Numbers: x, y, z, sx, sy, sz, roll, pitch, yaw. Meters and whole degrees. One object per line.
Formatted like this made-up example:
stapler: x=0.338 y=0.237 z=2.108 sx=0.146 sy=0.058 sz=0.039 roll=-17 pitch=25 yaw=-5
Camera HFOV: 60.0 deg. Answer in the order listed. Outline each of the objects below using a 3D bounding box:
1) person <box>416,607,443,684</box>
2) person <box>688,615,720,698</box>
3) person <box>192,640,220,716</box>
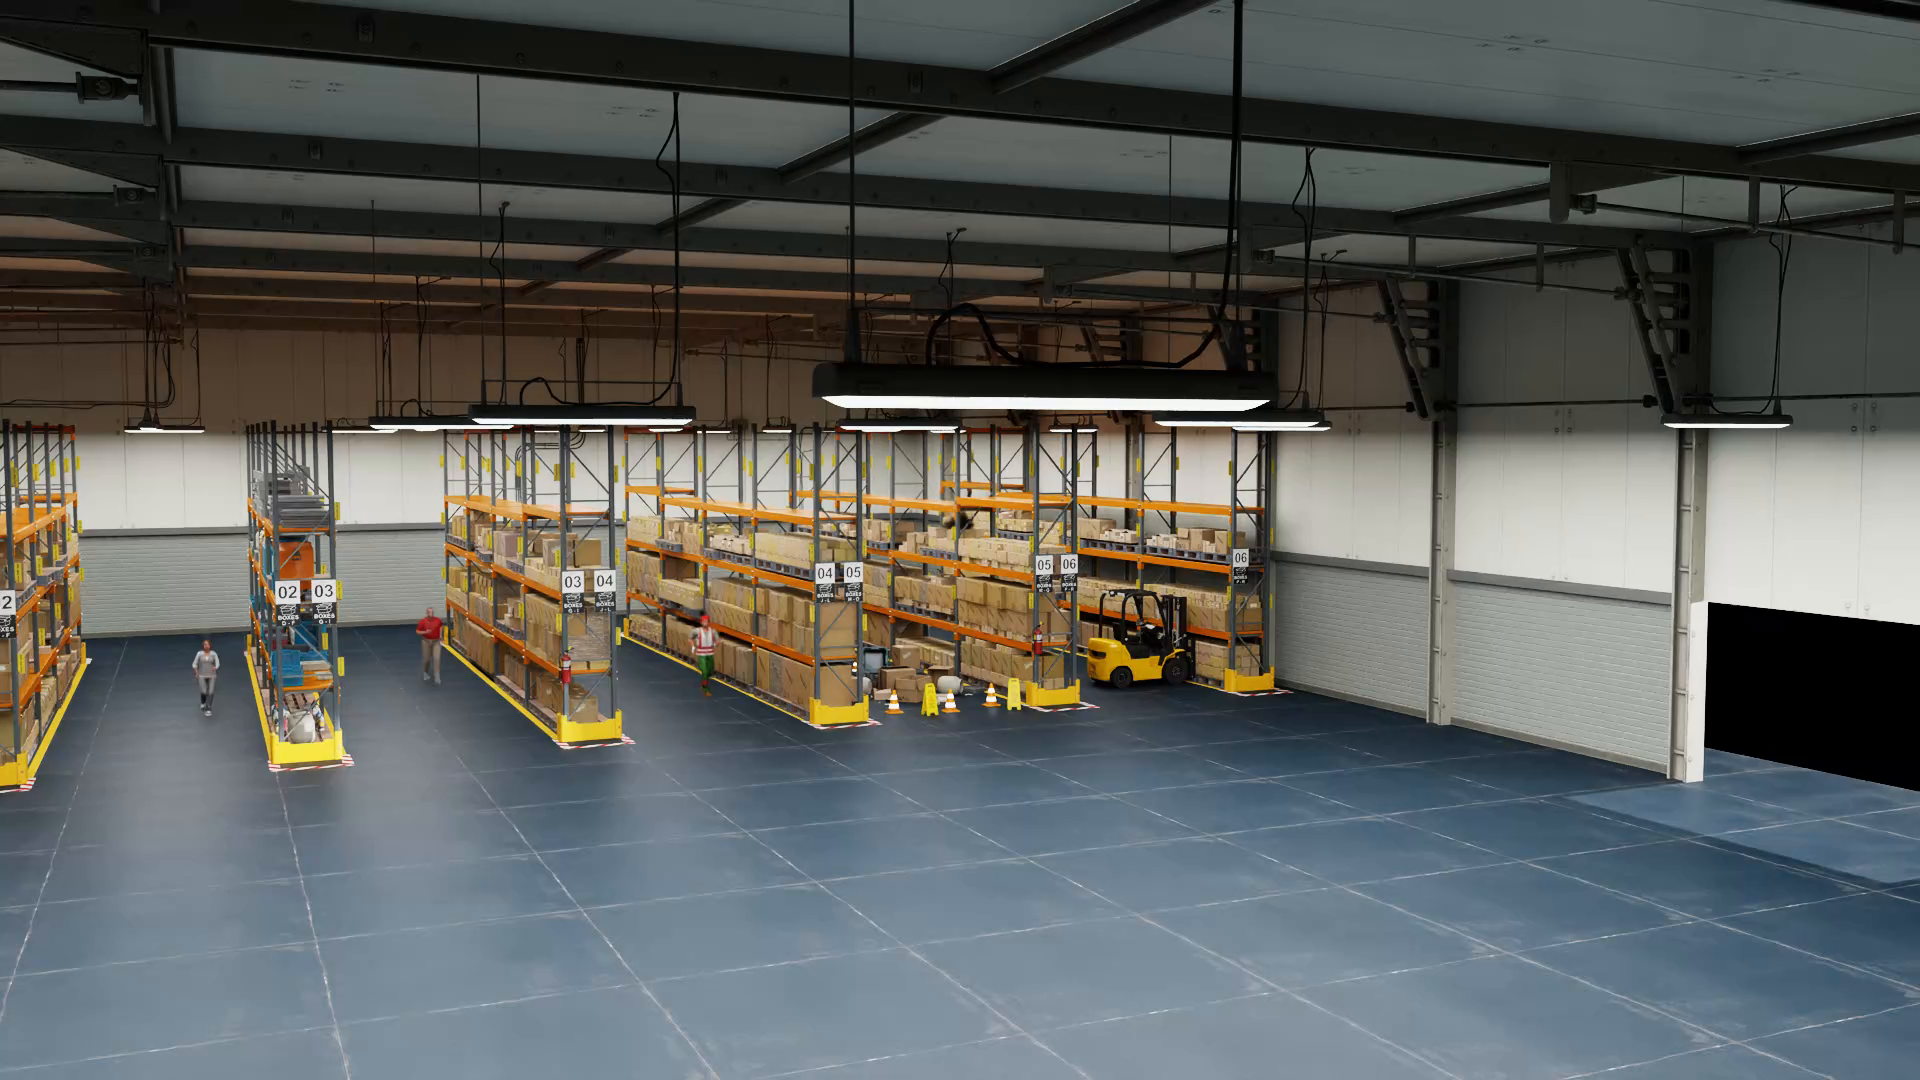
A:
person: x=-12.236 y=2.424 z=38.462 sx=0.658 sy=1.719 sz=0.957 roll=-2 pitch=4 yaw=-28
person: x=-5.598 y=2.532 z=36.535 sx=0.657 sy=1.777 sz=0.872 roll=-2 pitch=4 yaw=-28
person: x=-15.395 y=2.820 z=33.983 sx=0.503 sy=1.559 sz=0.490 roll=-2 pitch=4 yaw=-27
